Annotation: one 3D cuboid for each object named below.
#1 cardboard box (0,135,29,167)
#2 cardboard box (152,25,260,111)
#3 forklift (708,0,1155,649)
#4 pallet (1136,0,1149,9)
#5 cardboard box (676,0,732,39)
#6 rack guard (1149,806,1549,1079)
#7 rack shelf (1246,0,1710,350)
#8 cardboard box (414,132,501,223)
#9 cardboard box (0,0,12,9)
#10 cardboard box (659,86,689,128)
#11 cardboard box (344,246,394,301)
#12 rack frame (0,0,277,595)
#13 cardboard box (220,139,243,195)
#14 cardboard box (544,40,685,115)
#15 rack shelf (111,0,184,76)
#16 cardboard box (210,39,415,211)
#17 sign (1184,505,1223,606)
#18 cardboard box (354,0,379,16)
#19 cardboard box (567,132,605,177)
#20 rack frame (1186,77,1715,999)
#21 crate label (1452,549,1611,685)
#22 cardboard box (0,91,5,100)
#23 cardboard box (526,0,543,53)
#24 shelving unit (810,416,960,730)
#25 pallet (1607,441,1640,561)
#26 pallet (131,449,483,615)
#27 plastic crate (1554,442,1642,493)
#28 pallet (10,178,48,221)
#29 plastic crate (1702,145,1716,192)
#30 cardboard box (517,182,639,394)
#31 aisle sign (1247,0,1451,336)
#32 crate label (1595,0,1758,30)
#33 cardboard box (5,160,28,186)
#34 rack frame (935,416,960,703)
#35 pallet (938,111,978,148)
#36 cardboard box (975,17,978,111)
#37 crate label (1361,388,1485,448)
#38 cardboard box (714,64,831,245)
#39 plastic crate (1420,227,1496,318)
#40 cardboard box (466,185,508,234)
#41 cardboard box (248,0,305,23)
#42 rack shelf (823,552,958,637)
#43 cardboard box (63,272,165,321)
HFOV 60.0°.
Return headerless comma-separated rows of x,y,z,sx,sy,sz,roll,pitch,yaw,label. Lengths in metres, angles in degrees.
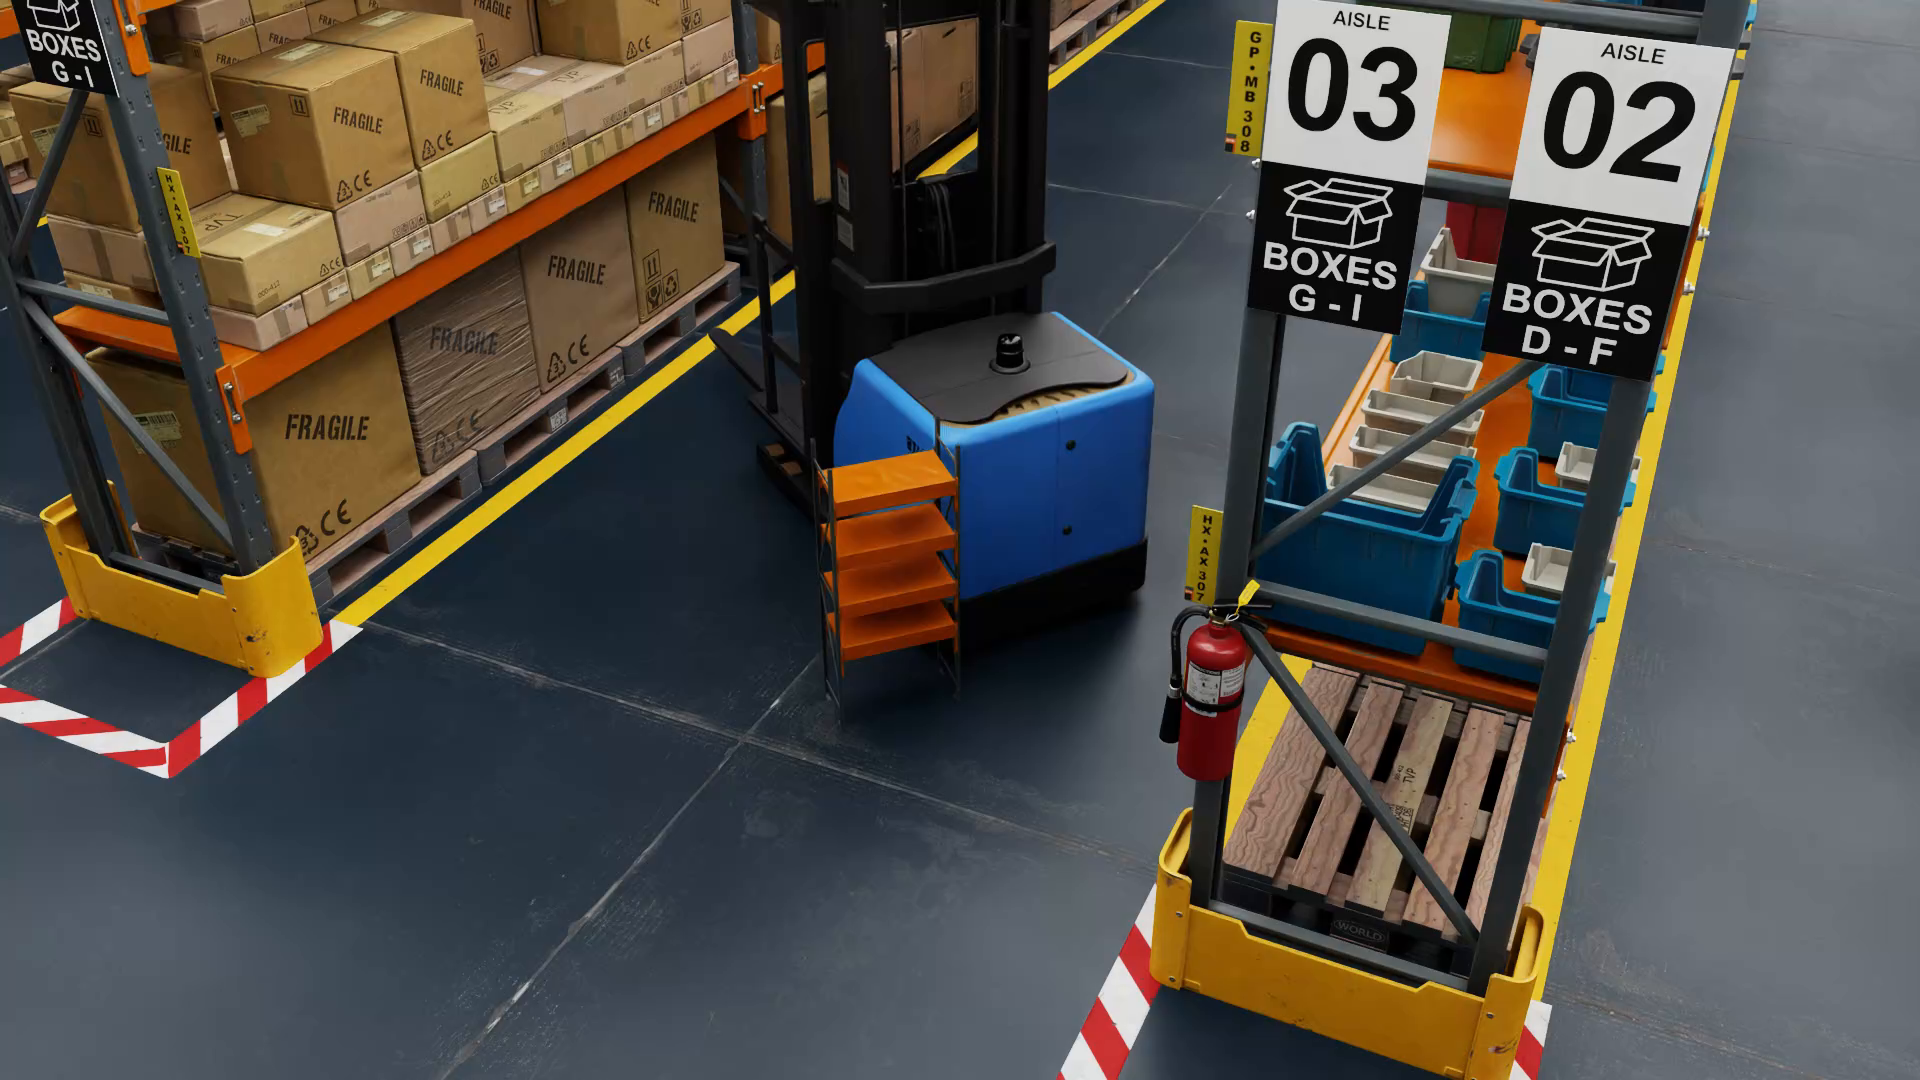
-6.311,-2.582,10.897,0.380,0.149,0.250,15,36,21,cardboard box
-5.525,-3.519,12.277,0.500,0.500,0.500,16,36,22,cardboard box
-0.345,-1.553,7.446,1.130,2.935,3.031,-17,37,-24,forklift
1.410,-5.323,15.676,1.003,0.211,1.213,14,36,20,pallet
-1.562,-2.978,8.738,0.500,0.500,0.500,15,36,22,cardboard box
1.214,1.296,5.318,1.175,0.500,0.348,14,36,20,rack guard
2.049,-1.714,5.549,1.077,0.370,4.000,14,36,20,rack shelf
-2.415,-1.649,7.396,0.500,0.250,0.500,13,35,19,cardboard box
-6.157,-3.507,10.593,0.380,0.149,0.250,16,36,22,cardboard box
-1.658,-2.305,8.759,0.380,0.149,0.250,14,36,20,cardboard box
-2.625,-1.153,7.001,0.380,0.149,0.250,13,36,19,cardboard box
-3.286,-0.901,6.388,1.000,3.000,0.127,14,36,20,rack frame
-3.112,-1.517,7.194,0.500,0.250,0.500,14,36,20,cardboard box
-1.773,-2.416,8.565,0.500,0.250,0.500,15,36,22,cardboard box
-2.450,-2.850,7.282,1.077,0.370,4.000,14,36,20,rack shelf
-2.631,-1.702,6.792,0.500,0.500,0.500,13,36,19,cardboard box
0.706,0.049,4.791,0.100,0.325,0.005,14,36,20,sign
-4.867,-4.291,13.455,0.500,0.500,0.500,13,35,18,cardboard box
-1.980,-1.921,8.173,0.380,0.149,0.250,14,36,20,cardboard box
1.212,0.235,4.655,1.000,3.000,0.127,14,36,20,rack frame
1.615,0.233,4.757,0.416,0.233,0.303,14,36,20,crate label
-6.638,-2.929,11.155,0.380,0.149,0.250,14,36,20,cardboard box
-2.258,-2.845,8.535,0.500,0.500,0.500,14,36,20,cardboard box
-0.276,0.142,6.439,0.503,1.200,0.258,-11,35,-17,shelving unit
2.613,-0.216,7.886,1.003,0.211,1.213,14,36,20,pallet
-3.023,-0.151,7.788,1.003,0.211,1.213,14,36,20,pallet
2.108,-0.205,5.514,0.250,0.136,0.298,14,36,20,plastic crate
-6.324,-2.572,11.481,1.003,0.211,1.213,14,36,20,pallet
3.000,-1.464,7.208,0.392,0.384,0.575,14,36,20,plastic crate
-2.338,-1.422,8.737,0.875,0.875,0.875,14,36,20,cardboard box
0.916,-0.883,3.990,0.394,0.787,0.004,14,36,20,aisle sign
1.892,-1.342,4.461,0.408,0.251,0.502,14,36,20,crate label
-6.387,-2.431,10.939,0.380,0.149,0.250,13,36,19,cardboard box
-0.047,0.096,6.510,0.015,1.200,0.240,-11,35,-17,rack frame
-0.338,-3.344,12.657,1.003,0.211,1.213,14,36,20,pallet
-0.247,-3.833,12.415,1.225,0.875,0.875,13,35,18,cardboard box
1.618,-0.412,5.829,0.396,0.136,0.243,14,36,20,crate label
-1.363,-2.503,10.387,1.225,0.875,0.875,14,36,21,cardboard box
2.080,-1.014,6.614,0.437,0.282,0.530,14,36,20,plastic crate
-2.302,-1.538,7.589,0.380,0.149,0.250,14,36,20,cardboard box
-5.306,-4.098,12.477,0.500,0.250,0.500,15,36,22,cardboard box
-0.276,0.199,6.476,0.480,0.148,0.258,-11,35,-17,rack shelf
-3.436,-1.049,6.843,0.380,0.149,0.250,15,36,21,cardboard box
